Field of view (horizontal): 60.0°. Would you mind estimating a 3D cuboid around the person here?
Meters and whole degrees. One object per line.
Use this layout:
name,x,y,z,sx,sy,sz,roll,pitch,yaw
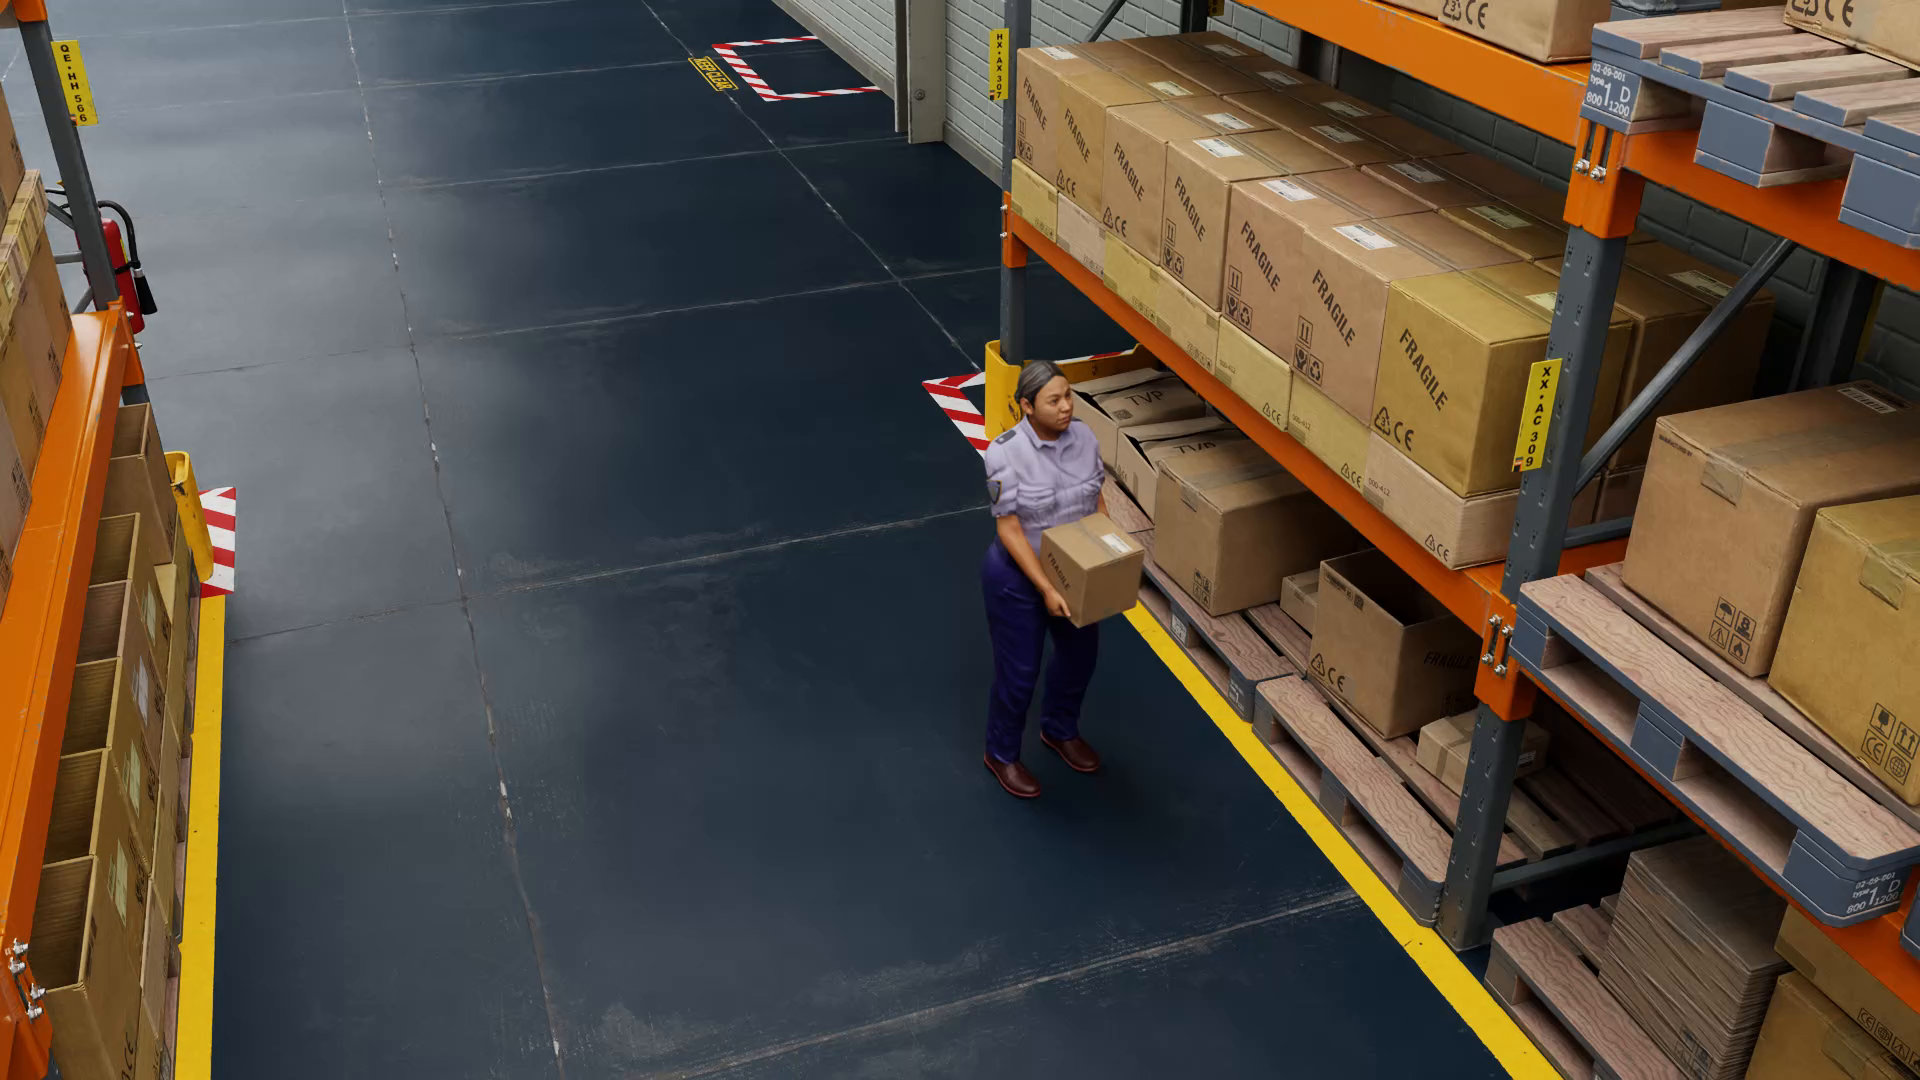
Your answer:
person,0.338,0.149,5.841,0.441,1.556,0.514,-18,35,-28
